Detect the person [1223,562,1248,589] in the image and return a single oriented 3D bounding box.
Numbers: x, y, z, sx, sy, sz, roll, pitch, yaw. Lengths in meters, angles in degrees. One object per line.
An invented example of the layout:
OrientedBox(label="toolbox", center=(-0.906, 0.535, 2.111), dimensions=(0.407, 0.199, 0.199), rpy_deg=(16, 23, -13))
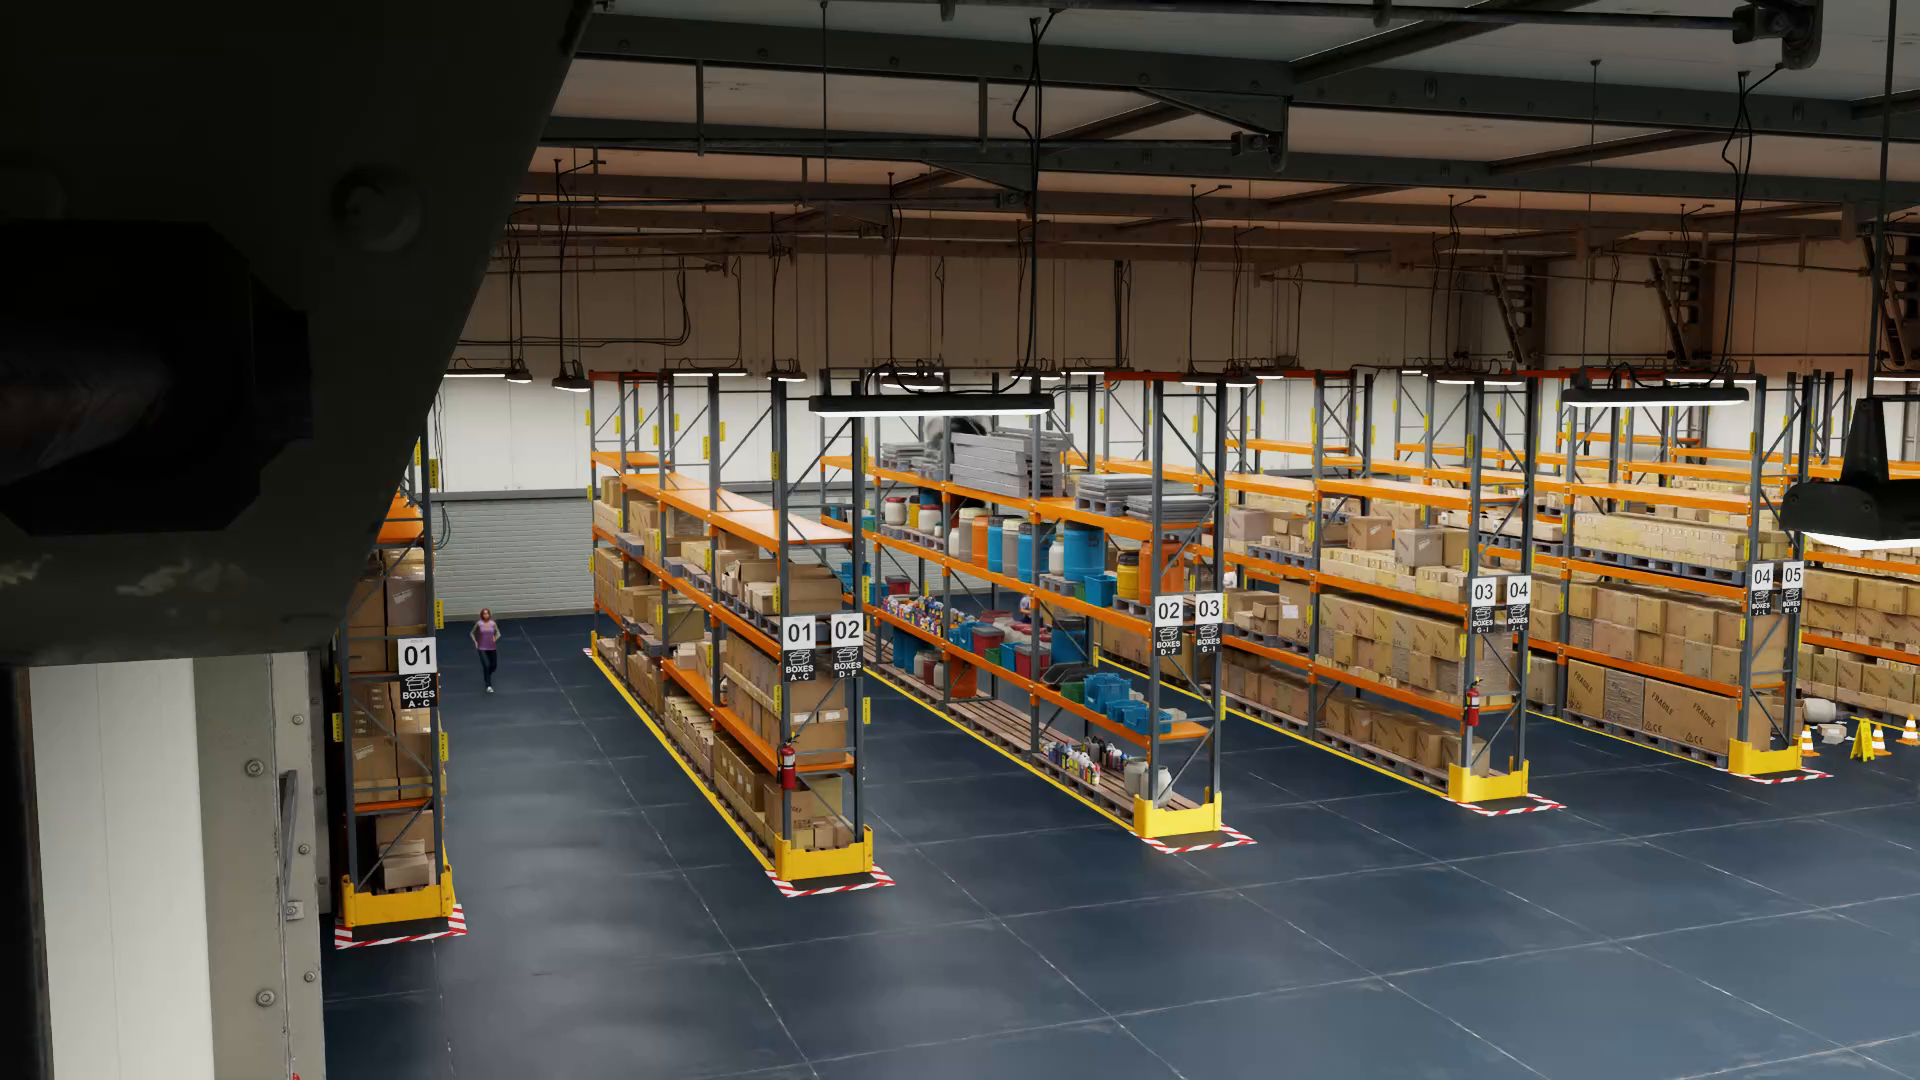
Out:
OrientedBox(label="person", center=(6.134, 1.326, 37.009), dimensions=(0.685, 1.805, 0.823), rpy_deg=(-2, 7, -20))

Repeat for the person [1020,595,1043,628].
OrientedBox(label="person", center=(1.376, 1.666, 31.863), dimensions=(0.631, 1.717, 0.759), rpy_deg=(-4, 7, -32))

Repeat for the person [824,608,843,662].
OrientedBox(label="person", center=(-2.399, 1.784, 30.642), dimensions=(0.656, 1.734, 0.744), rpy_deg=(-2, 7, -16))

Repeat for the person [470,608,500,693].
OrientedBox(label="person", center=(-8.931, 2.059, 31.332), dimensions=(0.547, 1.563, 0.755), rpy_deg=(-3, 7, -28))
